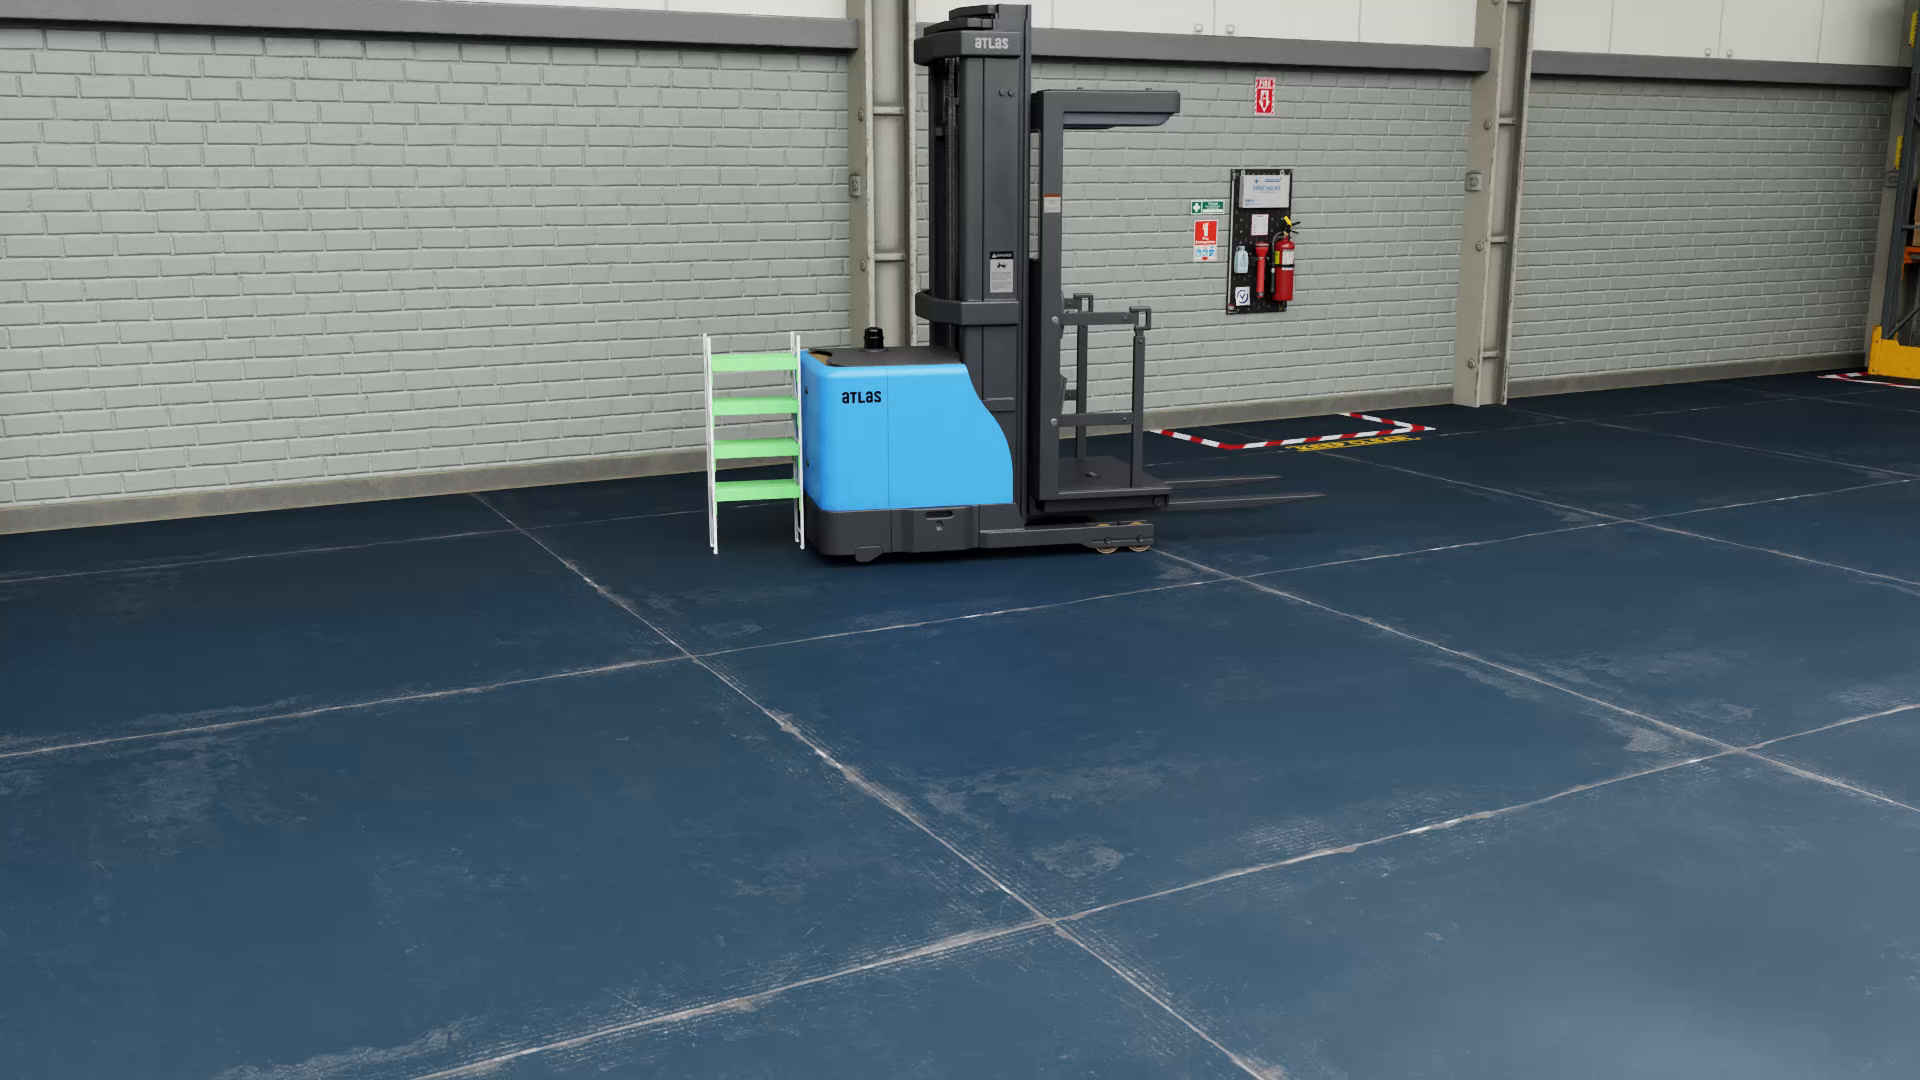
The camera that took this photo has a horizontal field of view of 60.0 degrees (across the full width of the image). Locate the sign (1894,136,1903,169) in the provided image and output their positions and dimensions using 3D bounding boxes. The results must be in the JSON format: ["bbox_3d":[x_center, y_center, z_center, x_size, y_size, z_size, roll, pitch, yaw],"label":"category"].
[{"bbox_3d":[9.532,-3.922,16.847,0.005,0.325,0.100,-7,14,-28],"label":"sign"}]

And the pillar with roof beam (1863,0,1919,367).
[{"bbox_3d":[12.043,-5.431,13.247,0.400,9.000,9.100,-7,14,-28],"label":"pillar with roof beam"}]

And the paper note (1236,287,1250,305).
[{"bbox_3d":[2.338,-2.015,13.738,0.142,0.148,0.016,-7,14,-28],"label":"paper note"}]

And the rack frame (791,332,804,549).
[{"bbox_3d":[-0.916,-0.560,9.366,0.015,1.200,0.240,-3,13,-14],"label":"rack frame"}]

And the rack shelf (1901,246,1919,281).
[{"bbox_3d":[11.536,-2.953,17.538,4.000,0.370,1.077,-7,14,-28],"label":"rack shelf"}]

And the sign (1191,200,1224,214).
[{"bbox_3d":[2.000,-2.687,13.428,0.331,0.109,0.001,-7,14,-28],"label":"sign"}]

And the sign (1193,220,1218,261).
[{"bbox_3d":[1.992,-2.429,13.491,0.234,0.329,0.001,-7,14,-28],"label":"sign"}]

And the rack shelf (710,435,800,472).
[{"bbox_3d":[-1.153,-0.485,9.322,0.480,0.148,0.258,-3,13,-14],"label":"rack shelf"}]

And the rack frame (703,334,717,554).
[{"bbox_3d":[-1.390,-0.534,9.250,0.015,1.200,0.240,-3,13,-14],"label":"rack frame"}]

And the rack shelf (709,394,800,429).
[{"bbox_3d":[-1.153,-0.719,9.269,0.480,0.148,0.258,-3,13,-14],"label":"rack shelf"}]

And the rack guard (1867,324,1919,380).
[{"bbox_3d":[9.847,-1.882,16.835,0.348,0.500,1.175,-7,14,-28],"label":"rack guard"}]

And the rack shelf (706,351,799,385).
[{"bbox_3d":[-1.153,-0.953,9.217,0.480,0.148,0.258,-3,13,-14],"label":"rack shelf"}]

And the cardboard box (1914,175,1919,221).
[{"bbox_3d":[10.092,-3.487,16.859,0.500,0.500,0.500,-7,14,-28],"label":"cardboard box"}]

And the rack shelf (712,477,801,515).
[{"bbox_3d":[-1.153,-0.251,9.375,0.480,0.148,0.258,-3,13,-14],"label":"rack shelf"}]

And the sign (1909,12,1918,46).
[{"bbox_3d":[9.532,-5.098,16.583,0.005,0.325,0.100,-7,14,-28],"label":"sign"}]

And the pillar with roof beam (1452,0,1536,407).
[{"bbox_3d":[6.777,-4.800,10.443,0.400,9.000,9.100,-7,14,-28],"label":"pillar with roof beam"}]

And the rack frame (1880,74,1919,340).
[{"bbox_3d":[9.780,-3.094,16.525,0.127,3.000,1.000,-7,14,-28],"label":"rack frame"}]

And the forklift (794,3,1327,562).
[{"bbox_3d":[0.604,-1.463,9.435,3.031,2.935,1.130,-3,13,-14],"label":"forklift"}]

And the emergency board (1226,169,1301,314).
[{"bbox_3d":[2.527,-2.450,13.665,0.643,1.169,0.194,-7,14,-28],"label":"emergency board"}]

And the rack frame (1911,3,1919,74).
[{"bbox_3d":[9.780,-6.021,15.866,0.127,3.000,1.000,-7,14,-28],"label":"rack frame"}]

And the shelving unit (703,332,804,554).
[{"bbox_3d":[-1.153,-0.547,9.308,0.503,1.200,0.258,-3,13,-14],"label":"shelving unit"}]

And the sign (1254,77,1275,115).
[{"bbox_3d":[2.472,-3.600,13.492,0.199,0.298,0.001,-7,14,-28],"label":"sign"}]

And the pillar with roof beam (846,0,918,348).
[{"bbox_3d":[1.510,-4.169,7.638,0.400,9.000,9.100,-7,14,-28],"label":"pillar with roof beam"}]

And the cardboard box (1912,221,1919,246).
[{"bbox_3d":[10.098,-3.117,16.923,0.500,0.250,0.500,-7,14,-27],"label":"cardboard box"}]
